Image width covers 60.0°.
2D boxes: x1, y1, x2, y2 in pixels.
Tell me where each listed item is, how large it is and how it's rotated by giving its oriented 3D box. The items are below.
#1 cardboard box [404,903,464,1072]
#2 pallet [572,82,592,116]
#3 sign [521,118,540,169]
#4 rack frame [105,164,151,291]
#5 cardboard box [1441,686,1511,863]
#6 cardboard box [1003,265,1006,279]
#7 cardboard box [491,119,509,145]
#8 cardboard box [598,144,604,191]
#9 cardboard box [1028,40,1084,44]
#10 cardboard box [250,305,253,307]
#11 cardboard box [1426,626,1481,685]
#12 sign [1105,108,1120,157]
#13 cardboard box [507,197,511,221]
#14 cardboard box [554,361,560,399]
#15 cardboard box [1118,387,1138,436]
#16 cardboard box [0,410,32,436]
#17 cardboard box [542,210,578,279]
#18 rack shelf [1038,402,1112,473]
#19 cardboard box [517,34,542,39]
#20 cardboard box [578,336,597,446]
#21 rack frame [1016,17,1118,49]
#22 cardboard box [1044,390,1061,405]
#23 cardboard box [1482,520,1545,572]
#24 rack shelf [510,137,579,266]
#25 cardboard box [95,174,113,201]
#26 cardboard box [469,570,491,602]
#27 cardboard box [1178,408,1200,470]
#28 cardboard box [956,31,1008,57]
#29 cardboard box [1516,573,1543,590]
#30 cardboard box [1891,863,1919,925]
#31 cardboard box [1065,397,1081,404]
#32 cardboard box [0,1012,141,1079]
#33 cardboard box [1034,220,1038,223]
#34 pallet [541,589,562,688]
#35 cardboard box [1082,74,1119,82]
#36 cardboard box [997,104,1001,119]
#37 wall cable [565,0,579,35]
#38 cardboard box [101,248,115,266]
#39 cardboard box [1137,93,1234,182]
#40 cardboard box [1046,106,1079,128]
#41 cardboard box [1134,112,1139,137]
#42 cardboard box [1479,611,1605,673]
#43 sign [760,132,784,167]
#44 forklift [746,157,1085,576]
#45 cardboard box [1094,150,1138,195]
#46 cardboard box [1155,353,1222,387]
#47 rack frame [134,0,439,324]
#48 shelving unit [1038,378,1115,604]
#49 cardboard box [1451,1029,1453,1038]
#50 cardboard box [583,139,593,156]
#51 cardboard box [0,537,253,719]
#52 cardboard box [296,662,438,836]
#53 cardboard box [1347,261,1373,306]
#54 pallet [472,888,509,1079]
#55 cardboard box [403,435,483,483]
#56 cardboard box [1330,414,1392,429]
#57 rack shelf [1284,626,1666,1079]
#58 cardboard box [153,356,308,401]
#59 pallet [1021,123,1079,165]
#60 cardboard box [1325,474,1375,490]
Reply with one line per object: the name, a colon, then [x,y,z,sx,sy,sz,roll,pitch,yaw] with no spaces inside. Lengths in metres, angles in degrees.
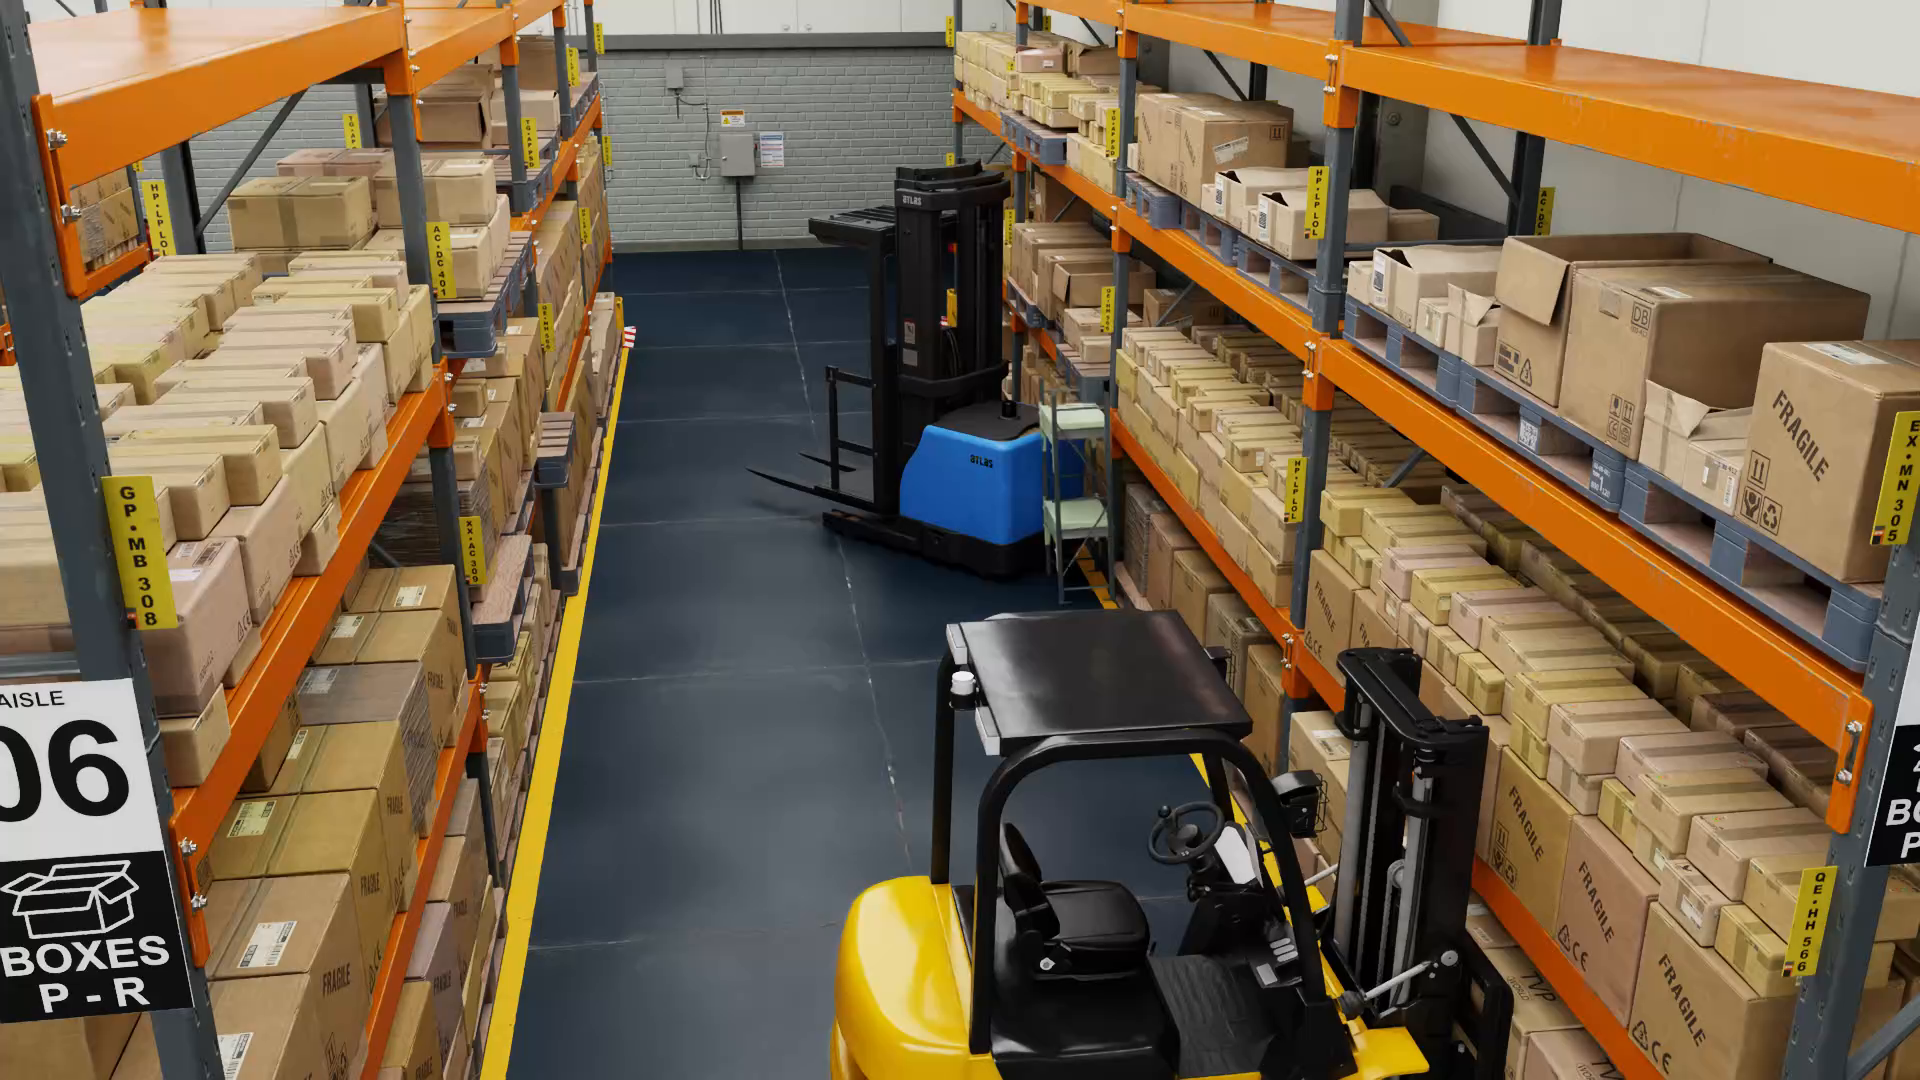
cardboard box: [-2.253,1.769,6.452,0.500,0.500,0.500,-2,21,-5]
pallet: [-4.186,-4.354,16.427,1.003,0.211,1.213,-3,21,-8]
sign: [-2.792,-2.574,10.796,0.100,0.325,0.005,-3,21,-8]
rack frame: [-9.367,-3.385,17.993,1.000,3.000,0.127,-3,21,-8]
cardboard box: [2.181,0.883,6.422,0.500,0.500,0.500,-3,21,-7]
cardboard box: [0.589,-2.695,16.503,0.380,0.149,0.250,-2,21,-6]
cardboard box: [-3.485,-3.131,12.757,0.380,0.166,0.250,-1,21,-3]
cardboard box: [-4.178,-4.030,18.148,0.500,0.500,0.500,-2,21,-6]
cardboard box: [0.973,-4.958,16.991,0.500,0.250,0.500,-3,21,-8]
cardboard box: [-2.961,-0.823,6.636,0.500,0.250,0.500,-3,21,-9]
cardboard box: [2.100,0.451,6.653,0.380,0.149,0.250,-4,21,-9]
sign: [1.044,-2.773,11.327,0.100,0.325,0.005,-3,21,-8]
cardboard box: [-3.076,-2.089,10.595,0.380,0.149,0.250,-3,21,-8]
cardboard box: [-3.243,-1.189,12.327,0.500,0.250,0.500,-4,21,-9]
cardboard box: [1.404,-0.916,11.595,0.500,0.250,0.500,-3,21,-8]
cardboard box: [-2.585,-0.248,4.525,0.380,0.149,0.250,-3,21,-8]
cardboard box: [-3.512,-2.480,13.996,0.500,0.500,0.500,-3,21,-7]
rack shelf: [0.819,-0.754,11.891,0.431,0.370,0.720,-4,15,-3]
cardboard box: [-4.341,-4.660,16.233,0.500,0.500,0.500,-3,21,-7]
cardboard box: [-3.738,-1.276,14.782,0.875,0.875,0.875,-2,21,-6]
rack frame: [1.005,-5.347,14.672,1.000,3.000,0.127,-3,21,-8]
cardboard box: [1.006,-1.027,14.651,0.500,0.500,0.500,-4,21,-9]
cardboard box: [2.550,0.018,7.385,0.380,0.149,0.250,-3,21,-8]
rack shelf: [-3.618,-2.661,12.795,1.077,0.370,4.000,-3,21,-8]
cardboard box: [-8.982,-3.719,16.889,0.500,0.500,0.500,-4,21,-10]
cardboard box: [-2.520,0.198,8.157,0.380,0.149,0.250,-3,21,-7]
cardboard box: [1.631,-0.619,10.086,0.500,0.250,0.500,-3,21,-7]
cardboard box: [0.244,-5.464,18.346,0.500,0.250,0.500,-3,21,-8]
cardboard box: [2.635,0.245,7.202,0.380,0.149,0.250,-3,21,-7]
cardboard box: [2.898,1.001,4.754,0.380,0.149,0.250,-3,21,-9]
cardboard box: [1.096,-1.100,13.920,0.380,0.149,0.250,-4,21,-10]
cardboard box: [-2.466,1.049,4.123,0.700,0.500,0.500,-3,21,-9]
cardboard box: [1.049,-3.143,17.134,0.500,0.250,0.500,-2,21,-7]
pallet: [-3.219,0.677,11.103,1.003,0.211,1.213,-3,21,-8]
cardboard box: [1.268,-3.935,14.369,0.380,0.149,0.250,-3,21,-9]
cardboard box: [0.568,-4.198,16.240,0.380,0.149,0.250,-3,21,-8]
wall cable: [-5.582,-8.436,22.941,0.463,3.000,0.029,-3,21,-8]
cardboard box: [-8.930,-2.908,17.074,0.380,0.149,0.250,-2,21,-6]
cardboard box: [1.445,-2.584,10.675,0.500,0.500,0.500,-3,21,-7]
cardboard box: [0.901,-3.414,13.397,0.380,0.149,0.250,-2,21,-7]
cardboard box: [1.239,-2.917,11.672,0.380,0.149,0.250,-2,21,-6]
cardboard box: [2.228,0.396,6.374,0.380,0.149,0.250,-3,21,-8]
sign: [-2.760,-5.729,24.403,0.329,0.494,0.001,-3,21,-8]
forklift: [-0.470,-1.517,13.088,3.031,2.935,1.130,17,26,38]
cardboard box: [1.267,-2.652,11.958,0.500,0.250,0.500,-4,21,-10]
cardboard box: [1.488,-1.108,10.824,0.380,0.149,0.250,-3,21,-7]
rack frame: [-2.753,-2.326,6.582,1.000,3.000,0.127,-3,21,-8]
shelving unit: [0.839,-0.378,11.994,0.431,1.500,0.755,-4,15,-3]
cardboard box: [2.130,1.797,6.733,0.500,0.250,0.500,-3,21,-8]
cardboard box: [-4.057,-4.114,17.445,0.380,0.149,0.250,-2,21,-7]
cardboard box: [-1.985,0.208,3.875,0.500,0.250,0.500,-3,21,-9]
cardboard box: [-2.283,0.797,6.227,0.500,0.500,0.500,-2,21,-6]
cardboard box: [1.922,-1.127,7.276,0.380,0.149,0.250,-2,21,-7]
pallet: [-2.621,2.022,7.502,1.003,0.211,1.213,-3,21,-8]
cardboard box: [-2.471,-0.383,7.859,0.380,0.149,0.250,-3,21,-8]
cardboard box: [2.230,-0.607,9.485,0.380,0.149,0.250,-3,21,-8]
rack shelf: [2.447,1.262,6.577,1.077,0.370,4.000,-3,21,-8]
cardboard box: [-2.214,-0.453,5.075,0.380,0.149,0.250,-2,21,-7]
pallet: [1.182,-3.266,13.654,1.213,0.211,1.003,-3,21,-8]
cardboard box: [1.889,-0.225,8.461,0.380,0.149,0.250,-2,21,-6]
